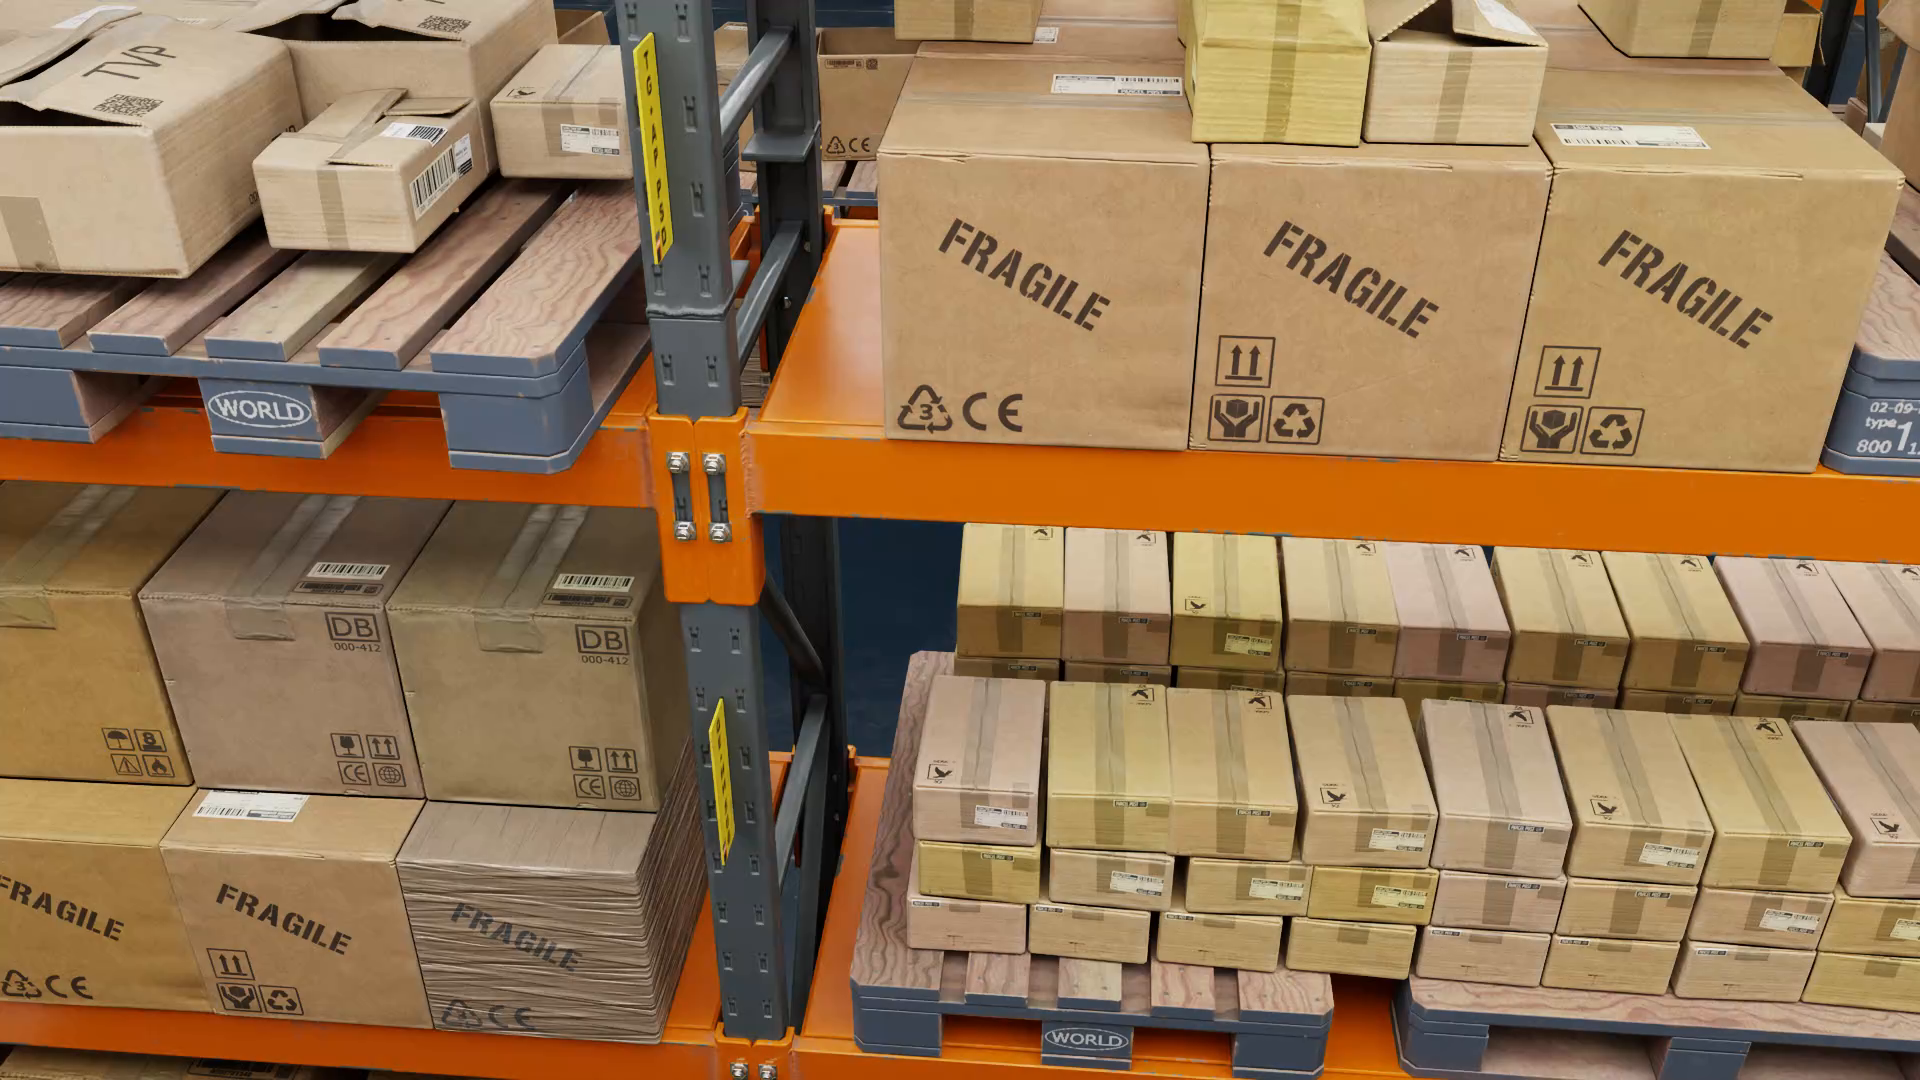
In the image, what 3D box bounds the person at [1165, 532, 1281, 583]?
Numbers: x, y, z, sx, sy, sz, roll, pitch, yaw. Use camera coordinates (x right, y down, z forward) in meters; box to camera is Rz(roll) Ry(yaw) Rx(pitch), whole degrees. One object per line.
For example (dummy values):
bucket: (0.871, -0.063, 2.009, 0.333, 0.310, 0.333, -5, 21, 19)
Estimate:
person: (1.092, -0.196, 7.063, 0.945, 1.157, 0.565, 1, 32, 2)
